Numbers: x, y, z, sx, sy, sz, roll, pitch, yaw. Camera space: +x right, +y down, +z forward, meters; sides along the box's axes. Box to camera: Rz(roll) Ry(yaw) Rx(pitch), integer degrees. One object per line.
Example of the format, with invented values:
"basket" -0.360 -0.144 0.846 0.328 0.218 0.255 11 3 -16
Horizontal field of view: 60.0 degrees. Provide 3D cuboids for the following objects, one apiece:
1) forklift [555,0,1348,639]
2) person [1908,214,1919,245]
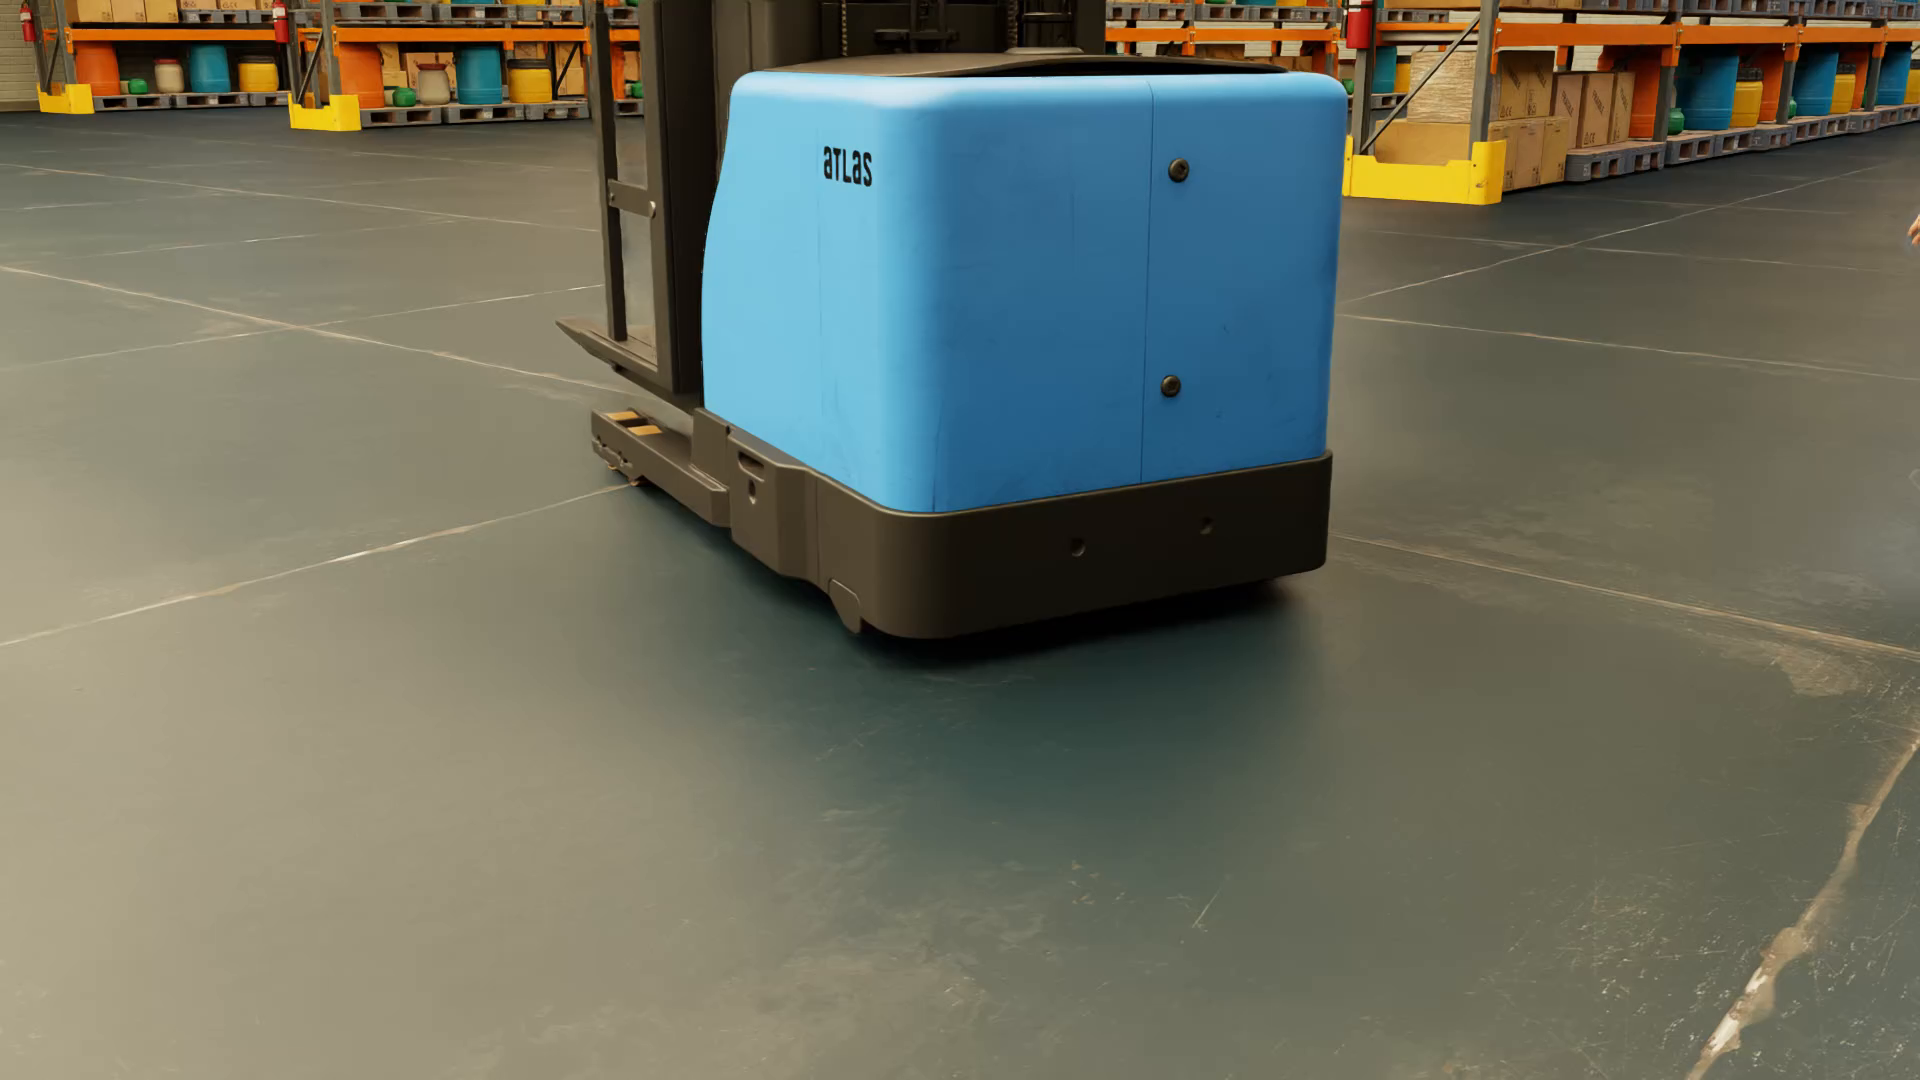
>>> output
"forklift" -0.359 -1.597 4.157 1.130 2.935 3.031 -9 19 -27
"person" 2.620 -0.701 3.633 0.774 1.558 0.760 -13 21 -36
